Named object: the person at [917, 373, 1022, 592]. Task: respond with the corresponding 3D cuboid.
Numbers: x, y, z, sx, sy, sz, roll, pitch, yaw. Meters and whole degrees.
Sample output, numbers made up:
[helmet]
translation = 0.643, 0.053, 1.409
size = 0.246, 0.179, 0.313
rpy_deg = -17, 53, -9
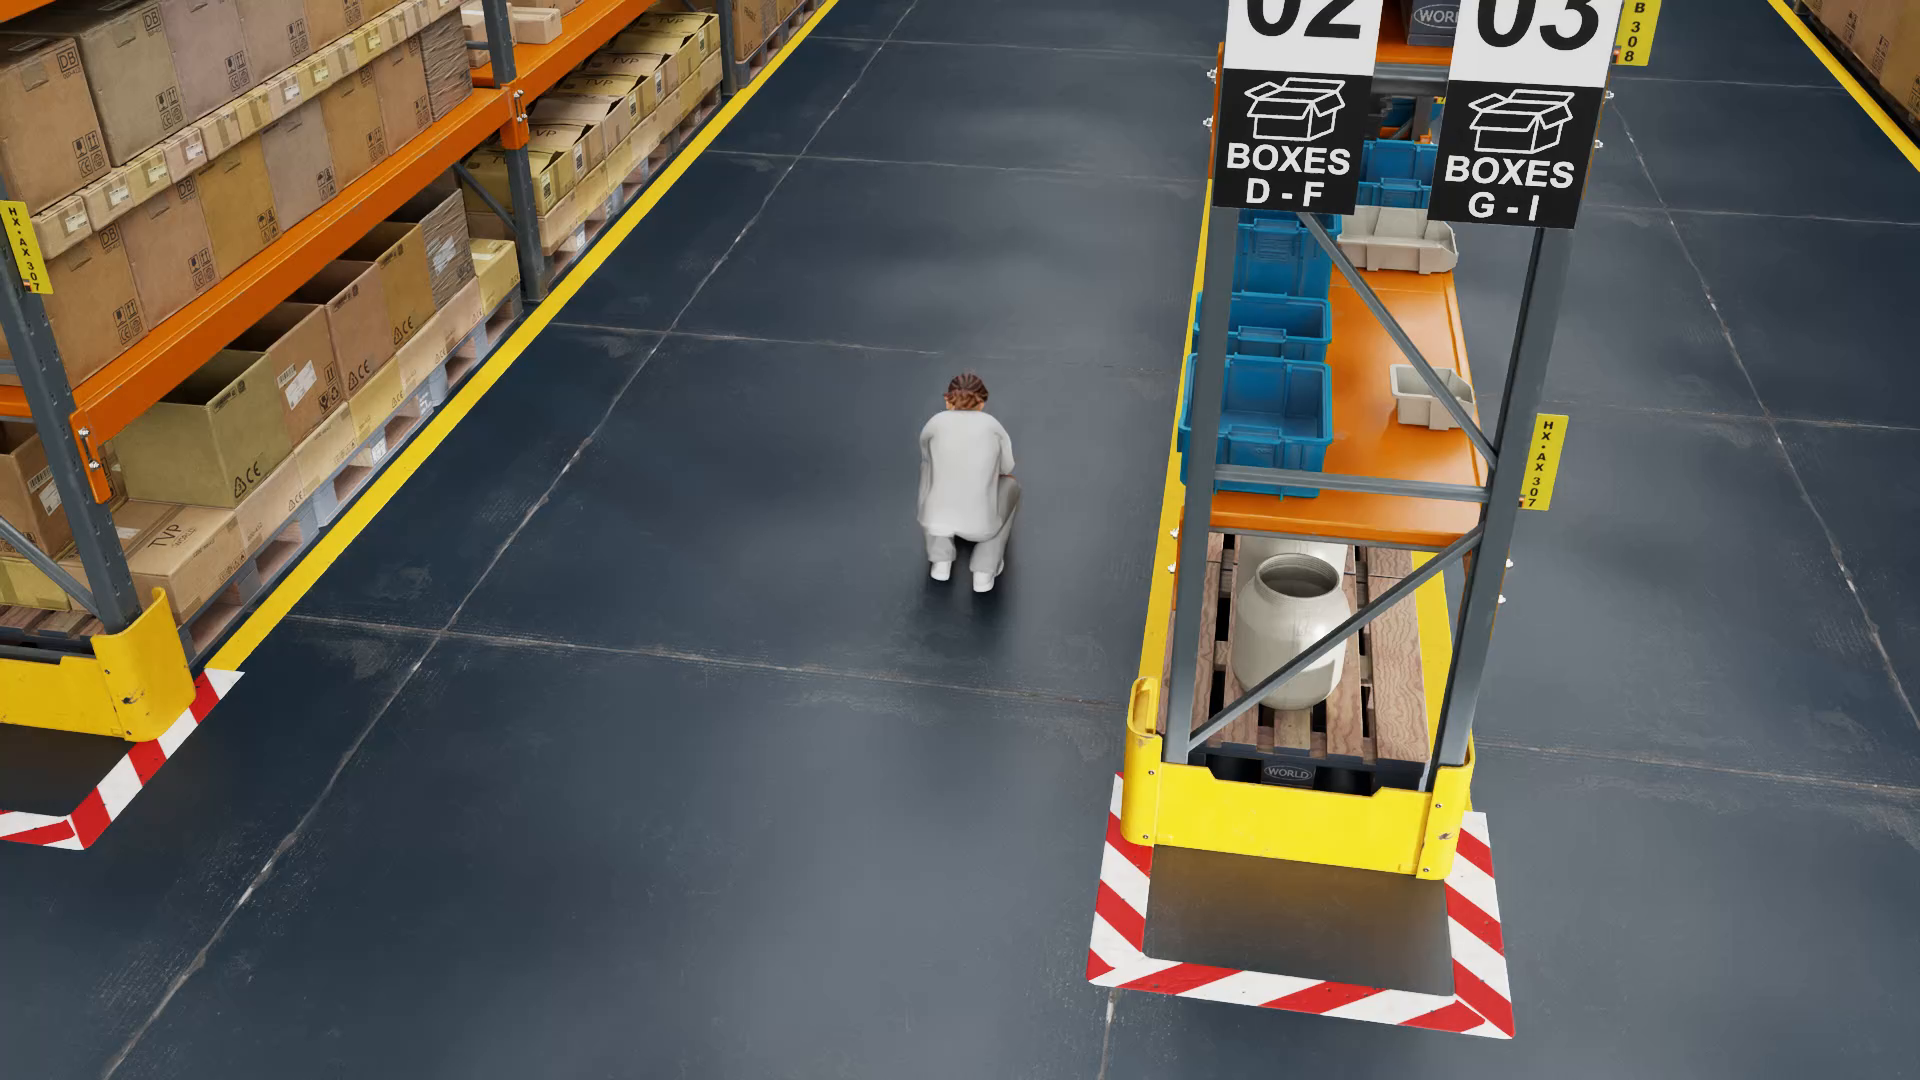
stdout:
[person]
translation = 0.031, -0.235, 7.402
size = 0.469, 0.813, 0.819
rpy_deg = 5, 33, 8
